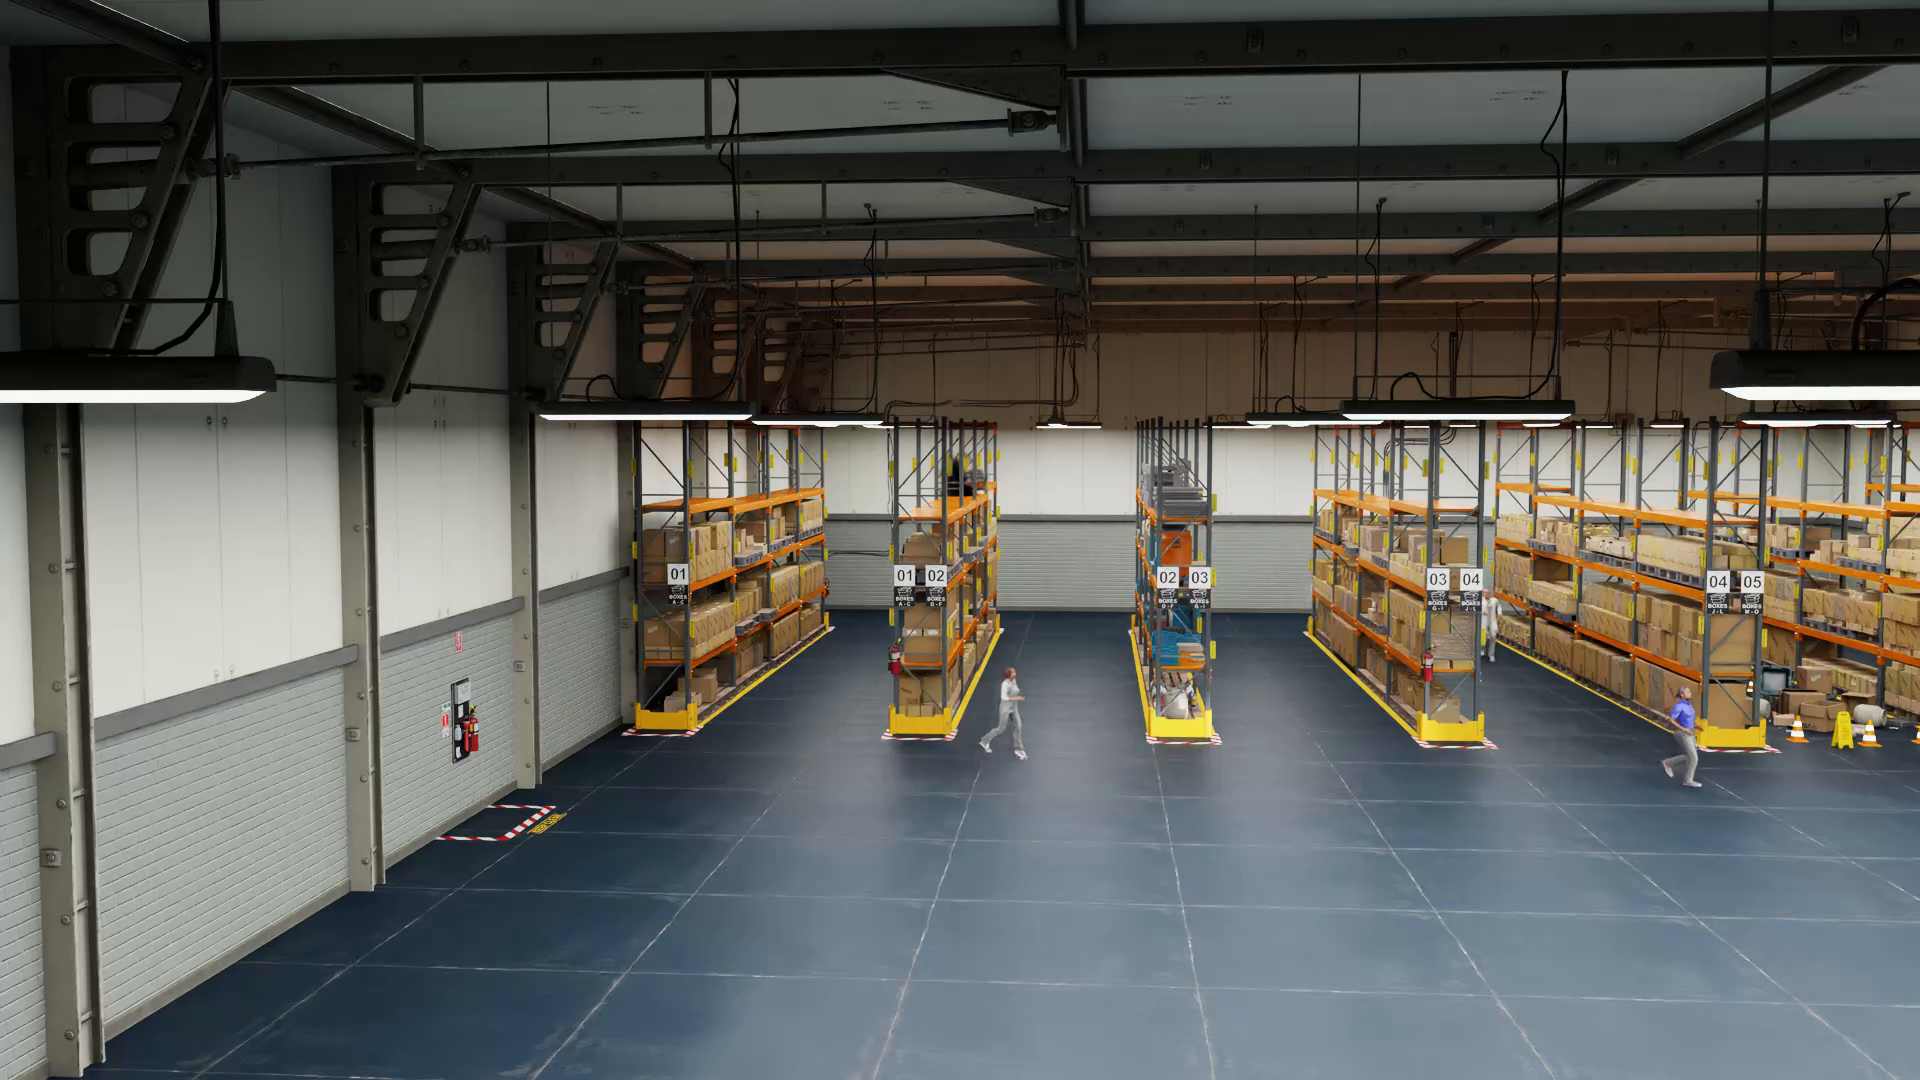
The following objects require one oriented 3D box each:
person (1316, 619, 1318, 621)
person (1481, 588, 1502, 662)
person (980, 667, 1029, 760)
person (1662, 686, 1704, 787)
[{"bbox_3d":[10.636,1.747,47.831,0.920,1.697,0.630,2,4,24],"label":"person"},{"bbox_3d":[13.267,2.167,41.787,0.720,1.737,0.957,1,4,9],"label":"person"},{"bbox_3d":[0.801,3.016,29.182,0.881,1.617,0.550,2,4,33],"label":"person"},{"bbox_3d":[11.670,3.160,26.895,0.666,1.606,0.579,4,5,44],"label":"person"}]
